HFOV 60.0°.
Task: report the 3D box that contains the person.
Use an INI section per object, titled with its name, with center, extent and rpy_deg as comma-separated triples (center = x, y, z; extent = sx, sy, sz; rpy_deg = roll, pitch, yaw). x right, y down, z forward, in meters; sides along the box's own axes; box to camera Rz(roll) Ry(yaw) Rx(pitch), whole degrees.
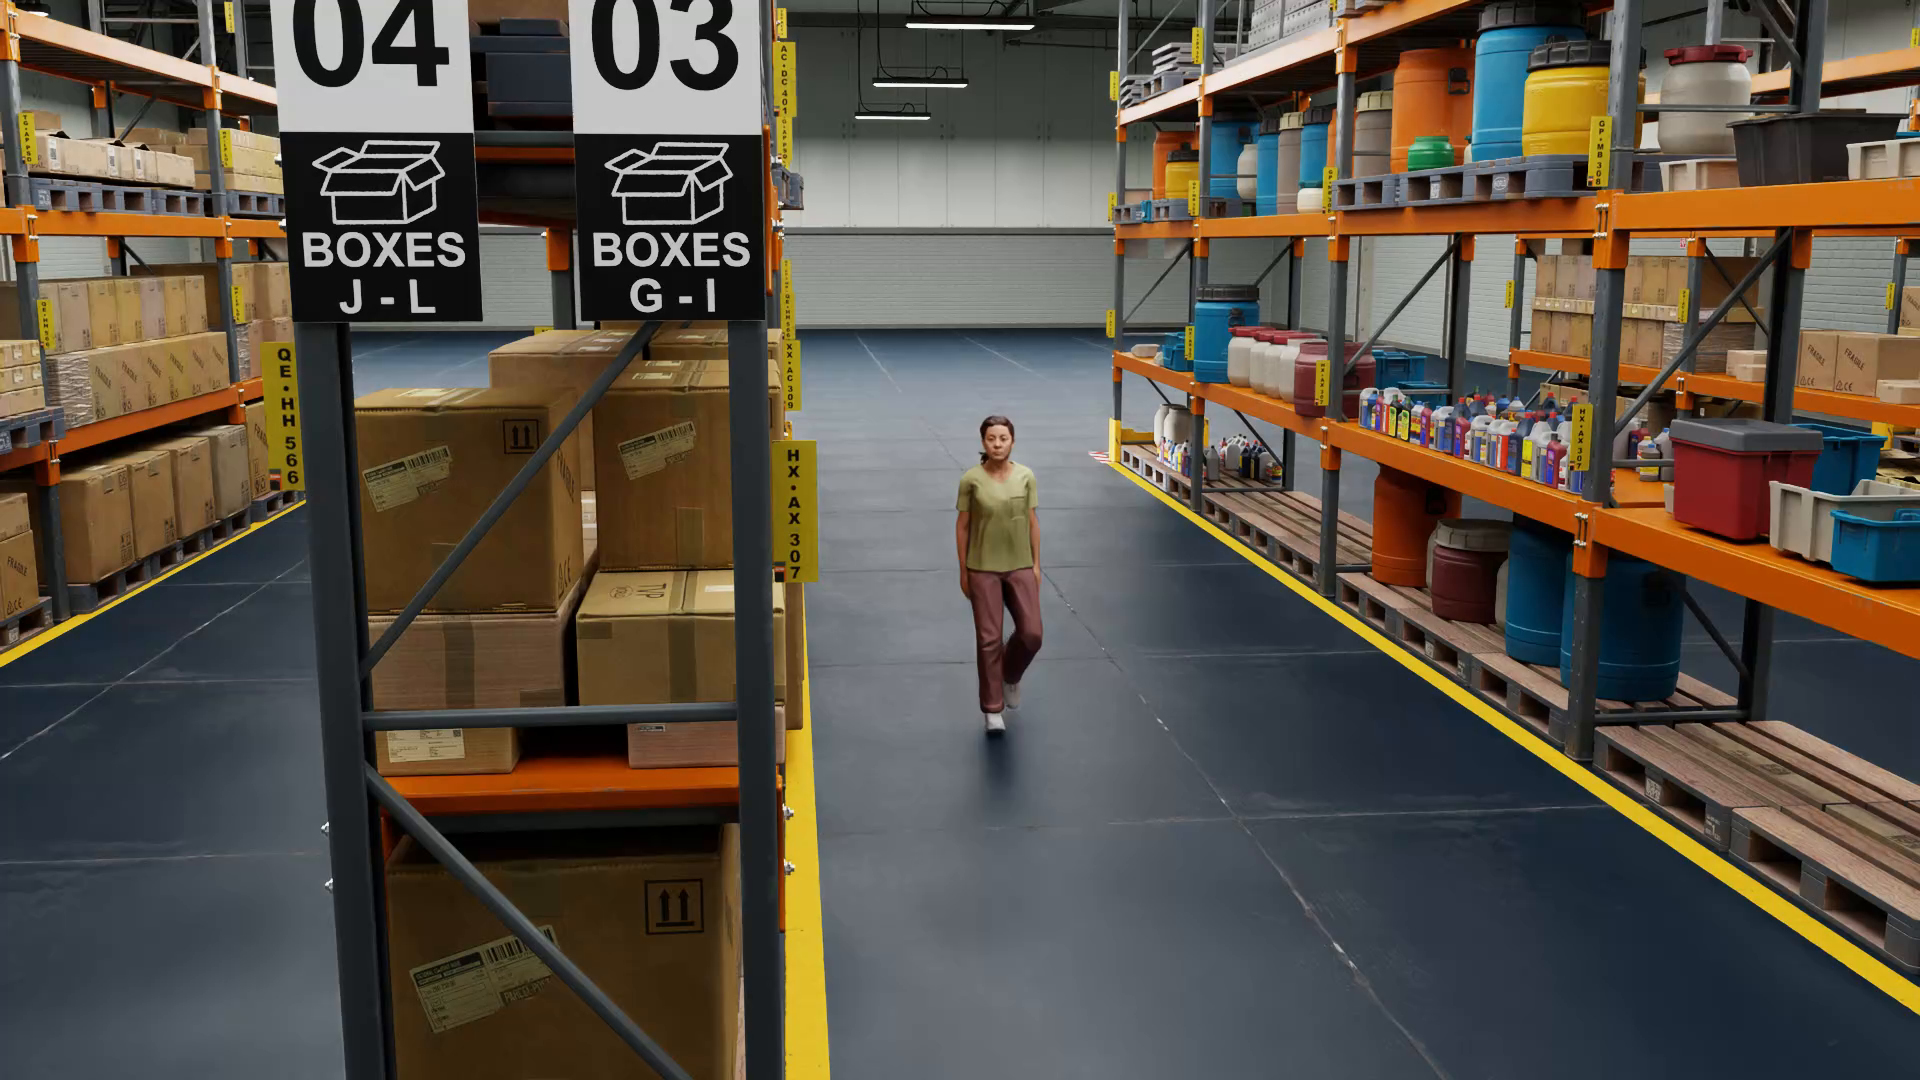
[person]
center = 0.207, 0.162, 8.861
extent = 0.466, 1.663, 0.504
rpy_deg = -1, 10, -6
